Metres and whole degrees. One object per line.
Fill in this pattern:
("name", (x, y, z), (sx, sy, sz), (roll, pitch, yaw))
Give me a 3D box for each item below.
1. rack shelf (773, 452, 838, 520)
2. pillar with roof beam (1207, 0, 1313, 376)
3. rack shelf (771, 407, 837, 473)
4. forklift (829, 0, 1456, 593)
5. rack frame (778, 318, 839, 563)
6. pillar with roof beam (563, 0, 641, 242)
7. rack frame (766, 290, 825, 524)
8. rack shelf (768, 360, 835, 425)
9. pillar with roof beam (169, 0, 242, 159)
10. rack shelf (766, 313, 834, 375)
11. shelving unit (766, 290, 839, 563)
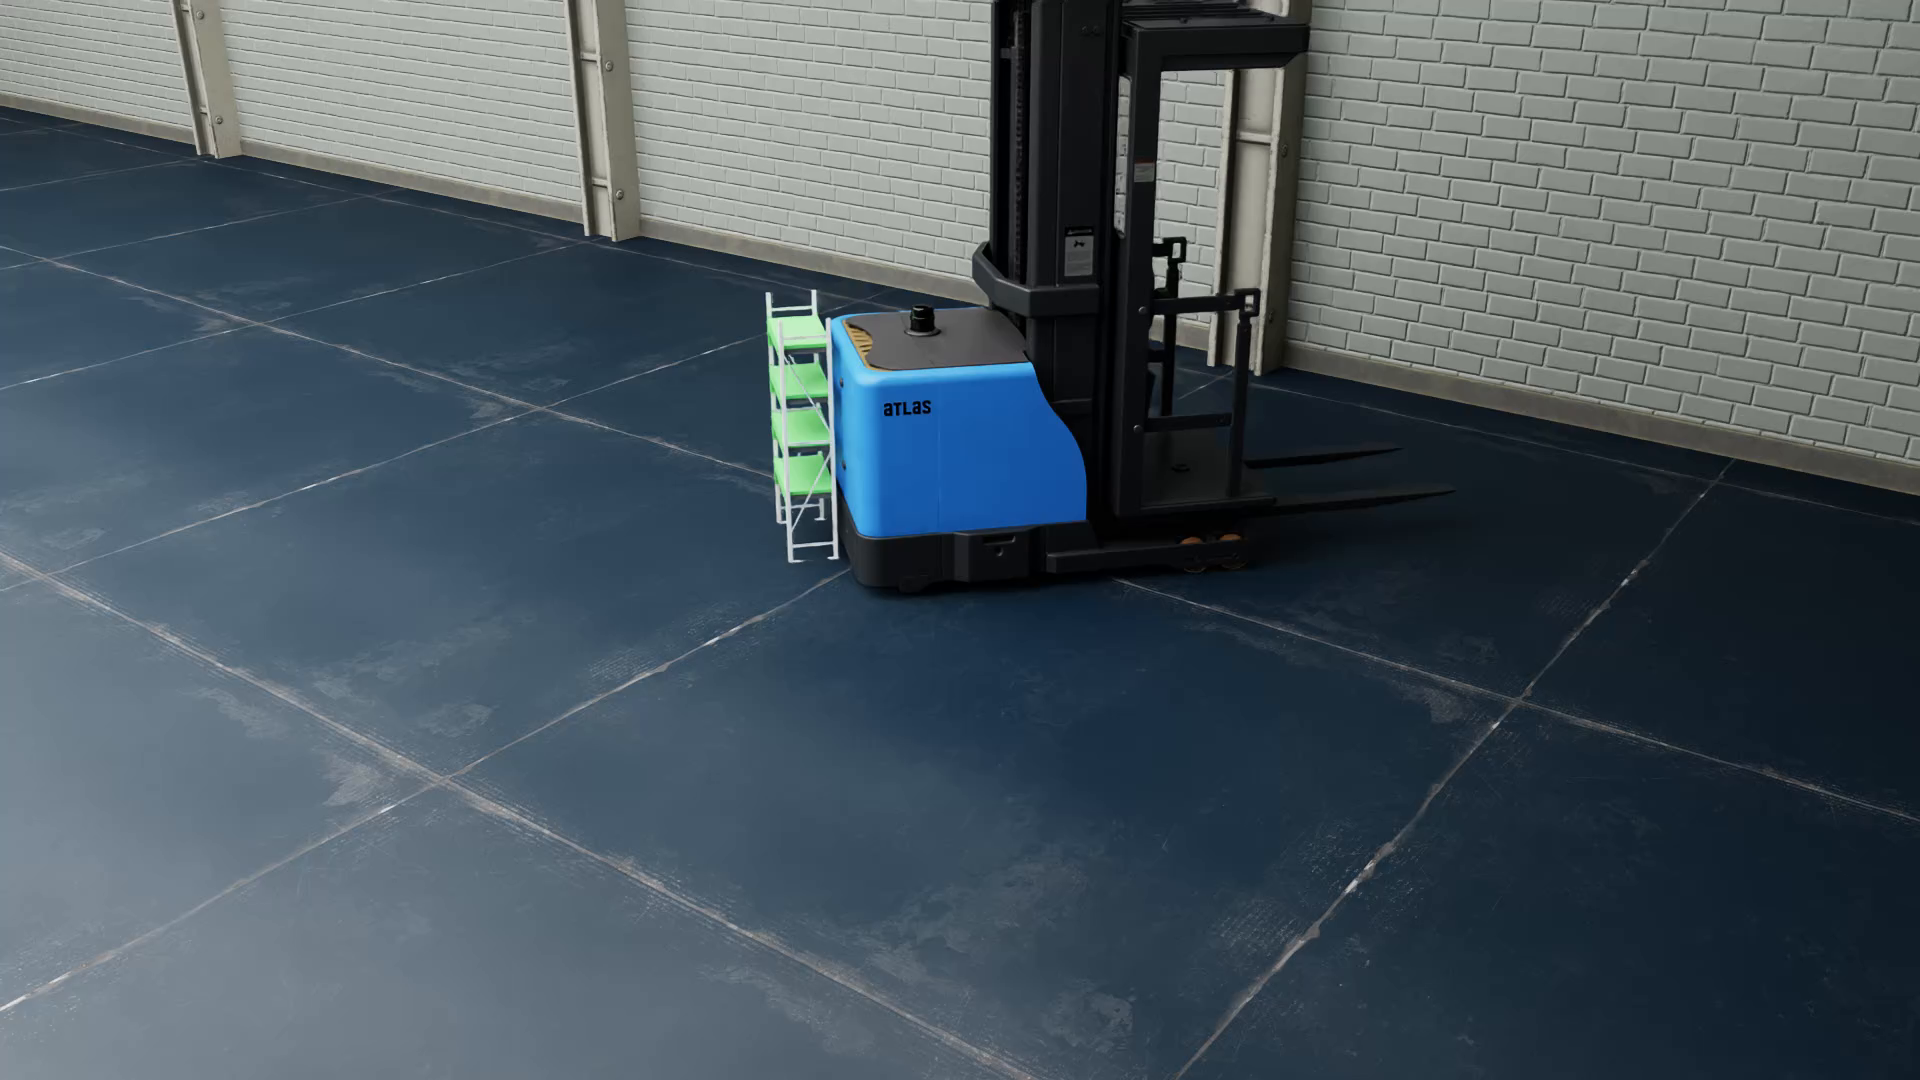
("rack shelf", (-0.757, -0.268, 8.124), (0.258, 0.148, 0.480), (-5, 24, -11))
("pillar with roof beam", (-0.724, -3.871, 5.875), (0.400, 9.000, 9.100), (17, 29, 33))
("rack shelf", (-0.758, -0.488, 8.027), (0.258, 0.148, 0.480), (-5, 24, -11))
("forklift", (0.918, -1.387, 7.764), (3.031, 2.935, 1.130), (-5, 24, -11))
("rack frame", (-0.706, -0.450, 7.783), (0.240, 1.200, 0.015), (-5, 24, -11))
("pillar with roof beam", (-5.525, -5.322, 9.168), (0.400, 9.000, 9.100), (17, 29, 33))
("rack frame", (-0.809, -0.642, 8.220), (0.240, 1.200, 0.015), (-5, 24, -11))
("rack shelf", (-0.758, -0.707, 7.931), (0.258, 0.148, 0.480), (-5, 24, -11))
("pillar with roof beam", (-10.326, -6.773, 12.461), (0.400, 9.000, 9.100), (17, 29, 33))
("rack shelf", (-0.758, -0.927, 7.834), (0.258, 0.148, 0.480), (-5, 24, -11))
("shelving unit", (-0.758, -0.546, 8.002), (0.258, 1.200, 0.503), (-5, 24, -11))
